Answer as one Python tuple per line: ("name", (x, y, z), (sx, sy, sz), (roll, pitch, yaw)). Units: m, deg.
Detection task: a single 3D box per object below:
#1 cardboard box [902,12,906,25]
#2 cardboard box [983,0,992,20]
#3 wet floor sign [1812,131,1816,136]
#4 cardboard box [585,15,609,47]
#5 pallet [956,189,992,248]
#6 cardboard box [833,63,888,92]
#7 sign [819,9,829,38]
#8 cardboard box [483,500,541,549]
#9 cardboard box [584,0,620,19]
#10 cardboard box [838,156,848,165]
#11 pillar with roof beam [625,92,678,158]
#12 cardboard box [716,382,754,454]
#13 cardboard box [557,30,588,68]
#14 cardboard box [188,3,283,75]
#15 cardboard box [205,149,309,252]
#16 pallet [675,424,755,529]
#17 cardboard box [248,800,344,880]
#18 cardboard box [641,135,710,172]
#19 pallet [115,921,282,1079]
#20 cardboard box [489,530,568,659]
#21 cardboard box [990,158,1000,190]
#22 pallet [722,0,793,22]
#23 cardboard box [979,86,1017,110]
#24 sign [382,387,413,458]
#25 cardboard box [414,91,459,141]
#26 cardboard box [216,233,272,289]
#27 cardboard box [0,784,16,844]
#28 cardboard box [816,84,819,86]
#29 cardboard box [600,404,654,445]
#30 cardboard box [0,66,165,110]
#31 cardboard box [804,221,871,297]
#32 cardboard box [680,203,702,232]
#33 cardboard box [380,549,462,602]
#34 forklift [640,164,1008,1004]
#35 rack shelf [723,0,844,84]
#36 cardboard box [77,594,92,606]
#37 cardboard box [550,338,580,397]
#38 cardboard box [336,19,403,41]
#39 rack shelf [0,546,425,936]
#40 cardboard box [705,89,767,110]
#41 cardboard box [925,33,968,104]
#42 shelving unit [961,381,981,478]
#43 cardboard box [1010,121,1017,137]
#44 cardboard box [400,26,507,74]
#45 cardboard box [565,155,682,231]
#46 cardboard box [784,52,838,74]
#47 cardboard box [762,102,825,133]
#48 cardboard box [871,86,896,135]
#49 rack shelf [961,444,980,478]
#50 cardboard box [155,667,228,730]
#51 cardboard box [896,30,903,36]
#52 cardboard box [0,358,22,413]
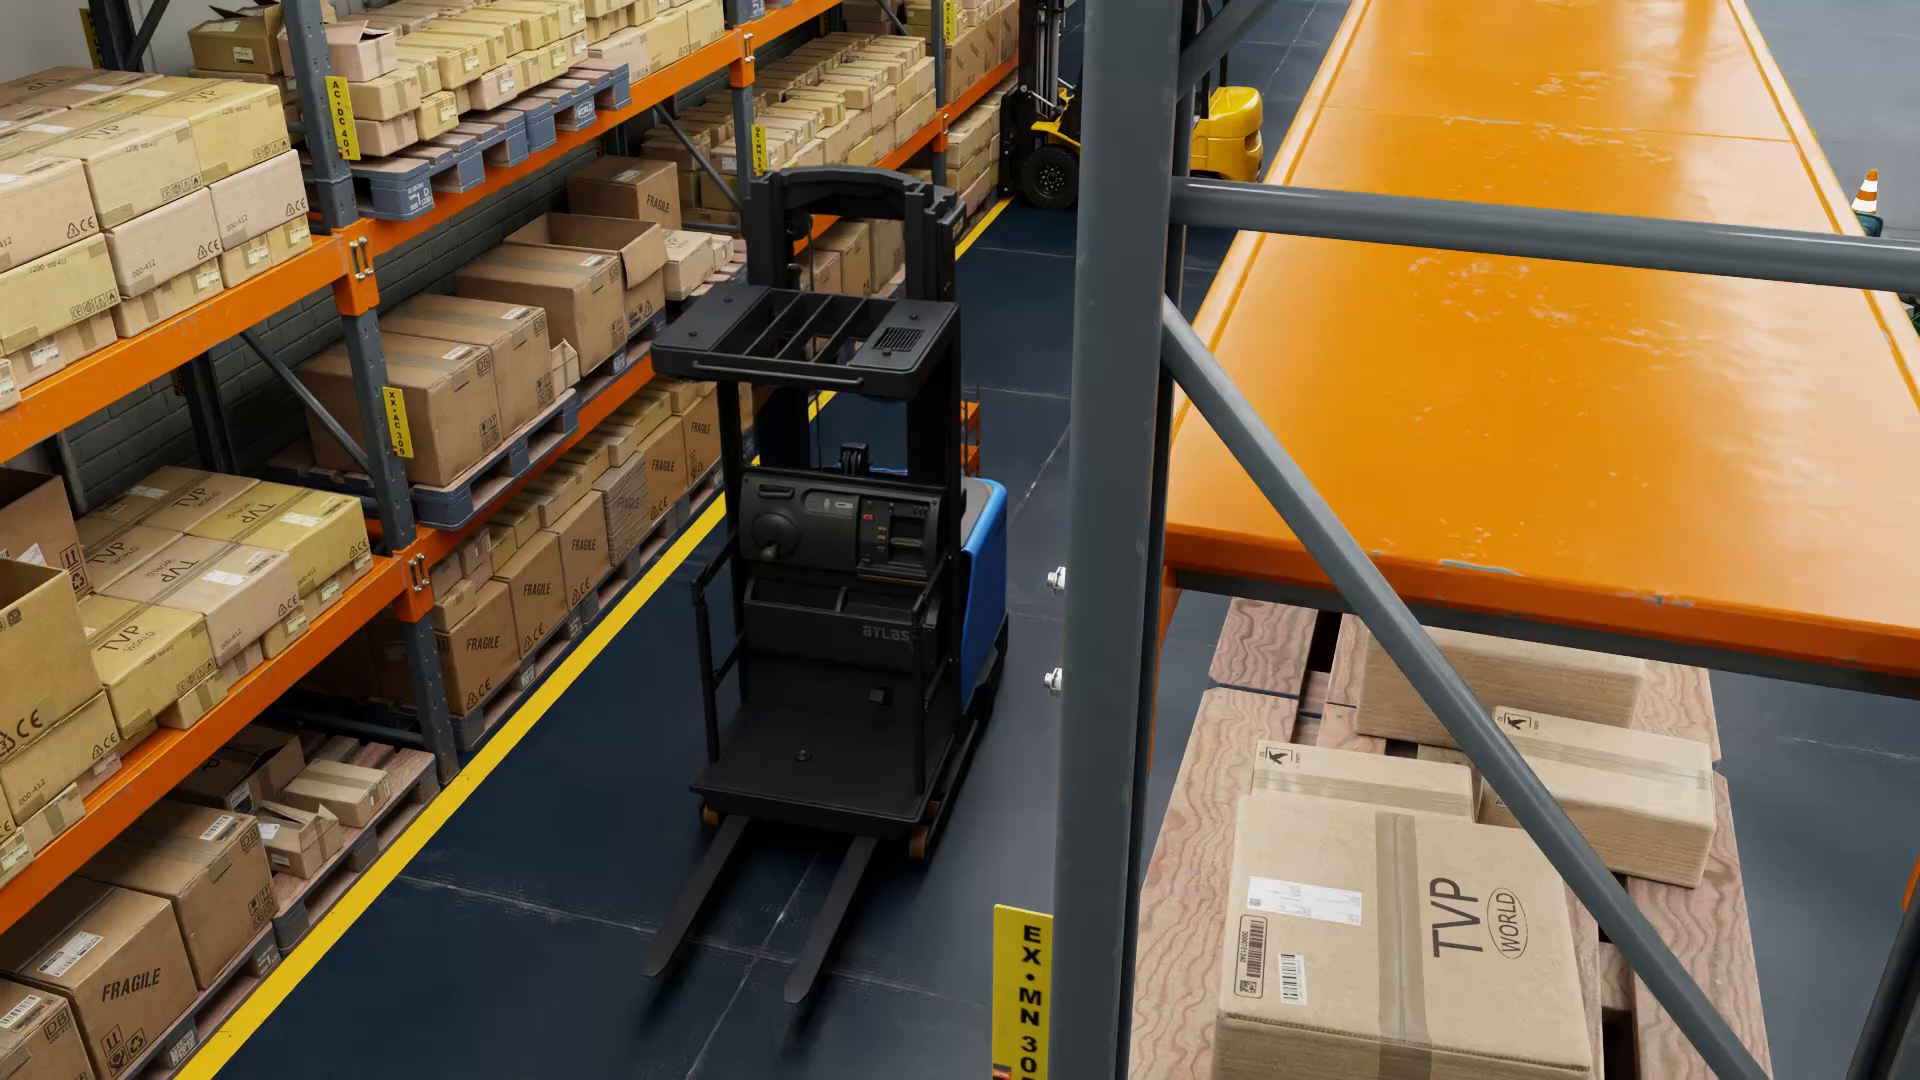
("cardboard box", (-0.643, -4.679, 14.841), (0.380, 0.149, 0.250), (9, 30, 16))
("cardboard box", (0.074, -4.832, 15.115), (0.380, 0.149, 0.250), (8, 30, 14))
("wet floor sign", (8.180, -3.683, 16.242), (0.267, 0.644, 0.232), (3, 29, 6))
("cardboard box", (-2.068, -2.690, 8.694), (0.380, 0.149, 0.250), (9, 30, 16))
("pallet", (-0.344, -3.068, 15.583), (1.003, 0.211, 1.213), (8, 30, 15))
("cardboard box", (-0.773, -3.577, 12.859), (0.380, 0.149, 0.250), (8, 30, 14))
("sign", (-1.148, -4.414, 14.163), (0.100, 0.325, 0.005), (8, 30, 15))
("cardboard box", (-2.467, -0.098, 8.848), (0.380, 0.149, 0.250), (8, 30, 14))
("cardboard box", (-1.990, -2.808, 8.601), (0.380, 0.149, 0.250), (9, 30, 15))
("cardboard box", (-1.131, -2.643, 12.105), (0.500, 0.250, 0.500), (8, 30, 13))
("pillar with roof beam", (1.845, -4.806, 9.667), (9.100, 9.000, 0.400), (8, 30, 15))
("cardboard box", (-1.710, -0.928, 11.007), (0.500, 0.500, 0.500), (9, 30, 16))
("cardboard box", (-2.071, -2.433, 8.212), (0.380, 0.149, 0.250), (9, 30, 16))
("cardboard box", (-2.941, -2.096, 6.874), (0.396, 0.266, 0.258), (8, 30, 14))
("cardboard box", (-2.868, -1.320, 6.336), (0.500, 0.250, 0.500), (9, 30, 15))
("pallet", (-2.047, -0.504, 10.974), (1.003, 0.211, 1.213), (8, 30, 15))
("cardboard box", (-2.953, 1.273, 7.292), (0.396, 0.266, 0.258), (10, 30, 17))
("cardboard box", (-1.890, -2.571, 11.051), (0.380, 0.149, 0.250), (9, 30, 16))
("pallet", (-3.524, 1.901, 6.650), (1.003, 0.211, 1.213), (8, 30, 15))
("cardboard box", (-2.462, 0.262, 8.867), (0.500, 0.500, 0.500), (8, 30, 14))
("cardboard box", (0.111, -3.561, 15.998), (0.500, 0.250, 0.500), (9, 30, 16))
("pallet", (-1.678, -3.620, 10.816), (1.213, 0.211, 1.003), (10, 31, 17))
("cardboard box", (0.281, -4.234, 16.178), (0.500, 0.250, 0.500), (8, 30, 14))
("sign", (-2.445, -0.509, 7.225), (0.100, 0.325, 0.005), (8, 30, 15))
("cardboard box", (-2.389, -1.831, 7.128), (0.380, 0.149, 0.250), (9, 30, 15))
("cardboard box", (-2.864, -1.083, 6.320), (0.380, 0.149, 0.250), (8, 30, 15))
("cardboard box", (-3.456, 0.947, 5.346), (0.500, 0.250, 0.500), (8, 30, 14))
("cardboard box", (-1.330, -3.407, 12.965), (0.500, 0.250, 0.500), (8, 30, 14))
("cardboard box", (-2.058, -0.693, 9.918), (0.380, 0.149, 0.250), (8, 30, 14))
("cardboard box", (-3.383, -1.609, 6.341), (0.500, 0.250, 0.500), (8, 30, 14))
("cardboard box", (-1.214, -2.115, 13.013), (0.875, 0.625, 0.625), (7, 30, 13))
("cardboard box", (-1.904, -2.244, 11.387), (0.500, 0.250, 0.500), (8, 30, 14))
("cardboard box", (-2.664, 0.153, 8.091), (0.380, 0.149, 0.250), (8, 30, 14))
("forklift", (-0.595, -0.014, 7.294), (1.130, 2.935, 3.031), (7, 30, 12))
("rack shelf", (-1.204, -3.990, 12.026), (1.077, 0.370, 4.000), (8, 30, 15))
("cardboard box", (-3.663, 0.396, 6.337), (0.500, 0.250, 0.500), (9, 30, 16))
("cardboard box", (-2.191, -0.921, 8.561), (0.396, 0.266, 0.258), (10, 31, 17))
("cardboard box", (-2.785, -2.279, 7.629), (0.380, 0.149, 0.250), (9, 30, 16))
("rack shelf", (-3.553, 1.039, 6.072), (1.077, 0.370, 4.000), (8, 30, 15))
("cardboard box", (-1.635, -3.183, 12.151), (0.380, 0.149, 0.250), (8, 30, 14))
("cardboard box", (-0.238, -4.135, 14.531), (0.500, 0.500, 0.500), (8, 30, 13))
("shelving unit", (-0.016, -0.434, 9.985), (0.215, 1.050, 0.252), (8, 30, 15))
("cardboard box", (0.273, -4.005, 16.281), (0.500, 0.250, 0.500), (8, 30, 15))
("cardboard box", (-2.283, -2.209, 7.502), (0.380, 0.149, 0.250), (8, 30, 14))
("cardboard box", (-2.092, -2.074, 10.393), (0.500, 0.500, 0.500), (10, 31, 17))
("cardboard box", (-1.184, -3.762, 13.193), (0.380, 0.149, 0.250), (8, 30, 14))
("cardboard box", (-1.179, -2.989, 11.802), (0.380, 0.149, 0.250), (9, 30, 15))
("cardboard box", (-0.817, -3.334, 12.833), (0.500, 0.250, 0.500), (9, 30, 16))
("rack shelf", (-0.016, -0.425, 9.990), (0.215, 0.259, 0.240), (8, 30, 15))
("cardboard box", (-3.078, 0.578, 6.419), (0.380, 0.149, 0.250), (8, 30, 14))
("cardboard box", (-0.744, -4.214, 14.672), (0.500, 0.500, 0.500), (8, 30, 15))
("cardboard box", (-3.212, -0.477, 5.230), (0.380, 0.149, 0.250), (9, 30, 16))
